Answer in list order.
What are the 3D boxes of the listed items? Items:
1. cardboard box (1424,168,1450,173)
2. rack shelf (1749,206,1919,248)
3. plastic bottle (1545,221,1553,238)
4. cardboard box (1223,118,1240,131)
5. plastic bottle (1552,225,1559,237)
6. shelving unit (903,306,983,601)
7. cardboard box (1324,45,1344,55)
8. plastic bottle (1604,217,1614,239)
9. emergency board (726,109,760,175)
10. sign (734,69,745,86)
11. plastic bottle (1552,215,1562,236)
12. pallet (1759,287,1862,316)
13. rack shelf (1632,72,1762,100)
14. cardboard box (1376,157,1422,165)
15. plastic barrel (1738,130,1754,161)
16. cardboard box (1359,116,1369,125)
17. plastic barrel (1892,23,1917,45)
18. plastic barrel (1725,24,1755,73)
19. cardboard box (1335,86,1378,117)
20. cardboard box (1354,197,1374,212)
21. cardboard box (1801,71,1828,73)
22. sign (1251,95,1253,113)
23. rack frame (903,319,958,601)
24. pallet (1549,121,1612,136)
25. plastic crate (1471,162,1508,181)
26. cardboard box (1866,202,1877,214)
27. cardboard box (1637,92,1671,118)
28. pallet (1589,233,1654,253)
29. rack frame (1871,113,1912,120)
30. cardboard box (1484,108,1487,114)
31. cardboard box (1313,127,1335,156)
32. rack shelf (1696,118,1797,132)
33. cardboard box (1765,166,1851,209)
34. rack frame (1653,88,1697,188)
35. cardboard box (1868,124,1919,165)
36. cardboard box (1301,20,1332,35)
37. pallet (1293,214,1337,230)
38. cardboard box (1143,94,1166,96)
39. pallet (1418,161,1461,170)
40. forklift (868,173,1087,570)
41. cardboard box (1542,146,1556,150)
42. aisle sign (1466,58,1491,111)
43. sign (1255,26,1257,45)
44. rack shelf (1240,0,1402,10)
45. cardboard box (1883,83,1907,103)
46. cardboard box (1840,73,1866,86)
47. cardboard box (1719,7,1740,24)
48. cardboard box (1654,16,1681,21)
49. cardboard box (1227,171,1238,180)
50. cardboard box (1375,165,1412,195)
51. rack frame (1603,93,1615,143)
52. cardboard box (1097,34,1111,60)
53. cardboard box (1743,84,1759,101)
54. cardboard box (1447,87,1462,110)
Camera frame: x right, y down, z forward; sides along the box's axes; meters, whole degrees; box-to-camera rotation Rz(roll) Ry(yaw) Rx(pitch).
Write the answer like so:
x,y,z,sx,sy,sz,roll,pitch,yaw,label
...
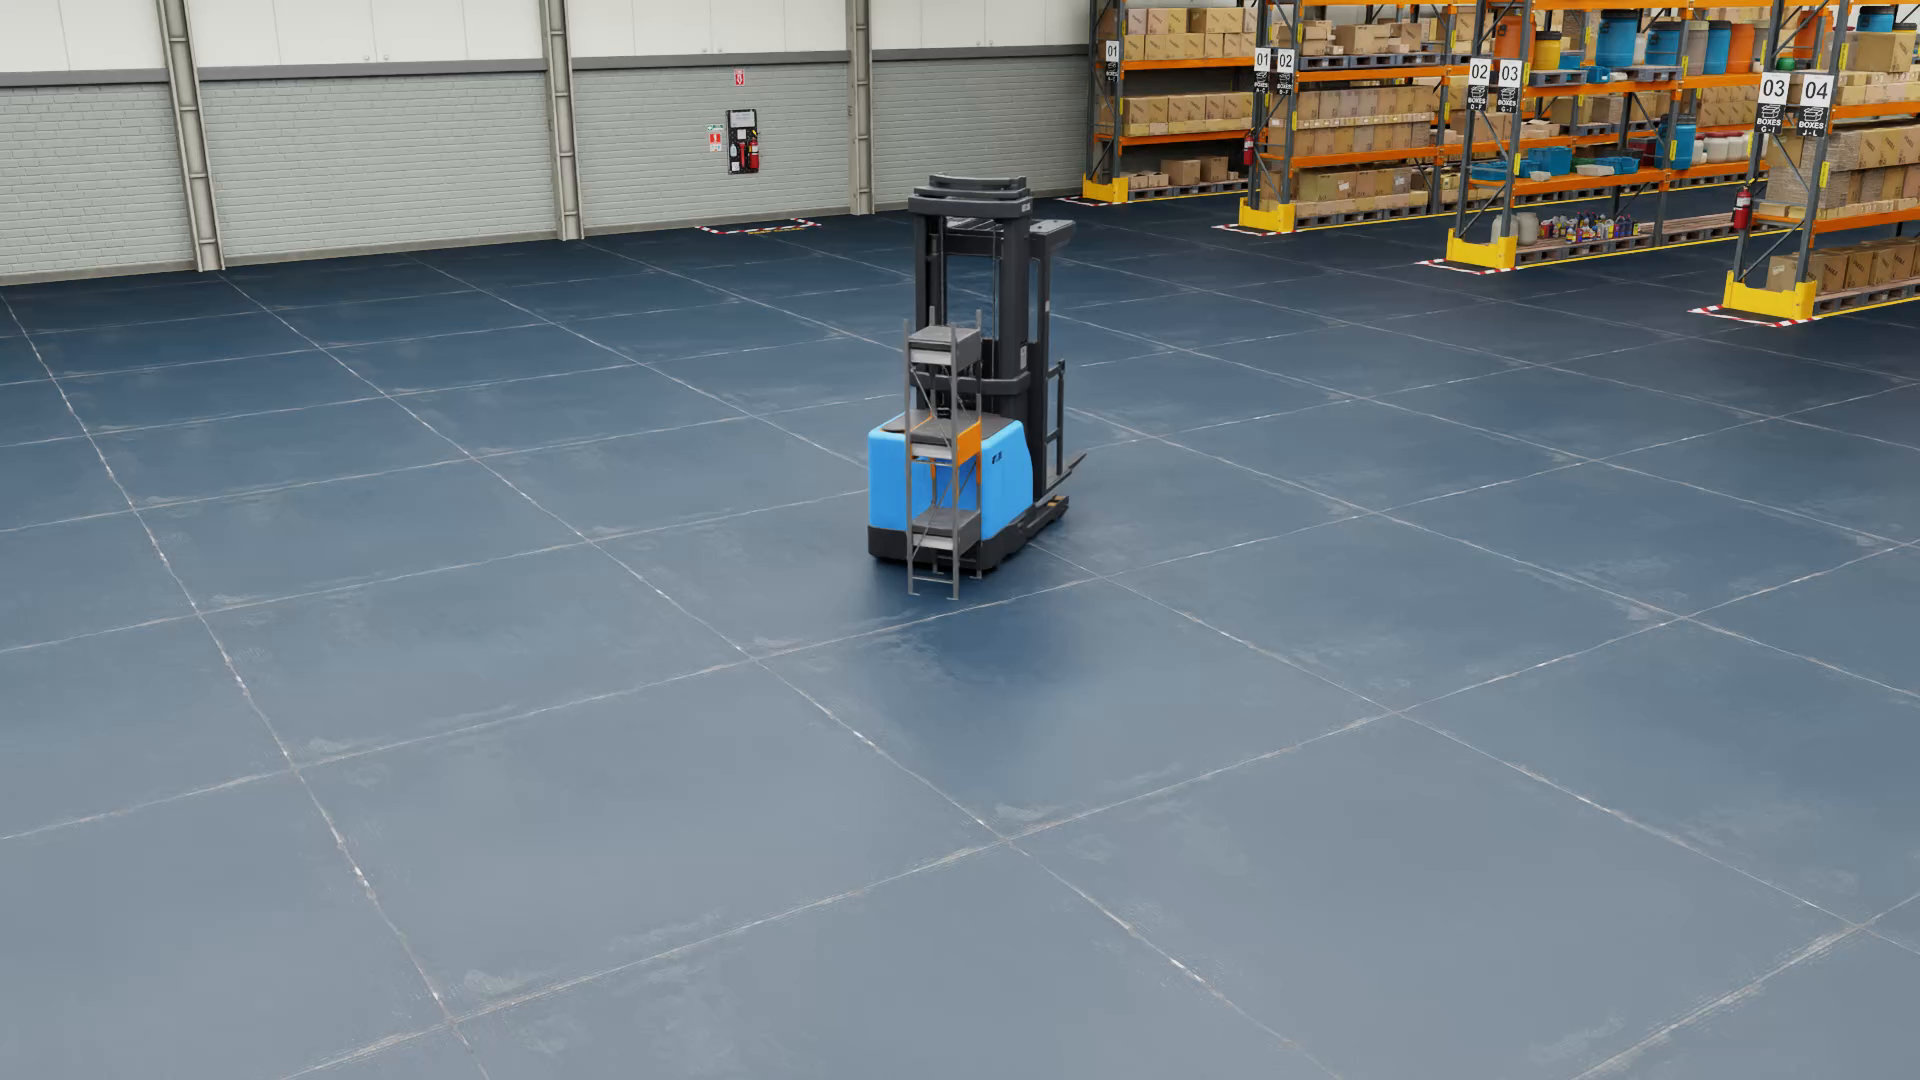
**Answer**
x,y,z,sx,sy,sz,roll,pitch,yaw,label
9.654,-7.335,33.520,0.500,0.311,0.500,-11,22,-30,cardboard box
12.818,-4.588,23.756,4.000,0.370,1.077,-12,22,-31,rack shelf
10.000,-5.273,28.212,0.133,0.283,0.061,-12,22,-31,plastic bottle
5.666,-8.944,35.721,0.500,0.250,0.500,-12,22,-31,cardboard box
10.141,-5.257,28.292,0.097,0.201,0.097,0,19,0,plastic bottle
-0.119,-0.634,12.328,0.431,2.100,0.503,7,21,21,shelving unit
6.782,-8.954,30.382,0.250,0.149,0.380,-12,22,-31,cardboard box
10.954,-5.278,28.124,0.185,0.351,0.144,-12,22,-32,plastic bottle
-4.013,-7.424,31.022,0.643,1.169,0.194,-12,22,-31,emergency board
-4.074,-8.548,30.725,0.199,0.298,0.001,-12,22,-31,sign
10.193,-5.388,28.447,0.185,0.351,0.144,-11,22,-29,plastic bottle
11.909,-3.403,23.481,1.213,0.211,1.003,-12,22,-31,pallet
13.434,-8.039,29.279,4.000,0.370,1.077,-12,22,-31,rack shelf
10.342,-9.236,39.081,0.750,0.750,0.750,-12,22,-32,cardboard box
14.011,-7.051,29.744,0.421,0.512,0.421,0,19,0,plastic barrel
7.432,-7.864,31.153,0.250,0.149,0.380,-12,22,-31,cardboard box
17.795,-9.509,31.556,0.600,0.588,0.600,0,19,0,plastic barrel
13.753,-8.733,29.540,0.708,0.830,0.600,-12,22,-31,plastic barrel
7.418,-8.249,31.278,0.500,0.500,0.700,-12,22,-31,cardboard box
7.526,-6.422,31.695,0.500,0.250,0.500,-12,22,-31,cardboard box
11.489,-6.262,22.513,0.250,0.149,0.380,-13,22,-33,cardboard box
5.415,-8.035,30.652,0.005,0.325,0.100,-12,22,-31,sign
-0.209,-0.557,12.114,0.400,2.100,0.015,7,21,21,rack frame
12.911,-8.684,35.046,1.003,0.211,1.213,-12,22,-31,pallet
8.677,-5.999,27.039,0.616,0.251,0.499,-12,22,-31,plastic crate
12.557,-4.666,23.256,0.250,0.149,0.380,-12,22,-31,cardboard box
15.205,-9.564,36.538,0.700,0.500,0.500,14,23,35,cardboard box
11.180,-5.178,28.732,1.213,0.211,1.003,-12,22,-31,pallet
18.445,-8.015,32.770,0.127,3.000,1.000,-12,22,-31,rack frame
12.431,-10.336,39.996,0.250,0.149,0.380,-11,22,-30,cardboard box
6.535,-7.447,30.933,0.500,0.500,0.700,-11,22,-30,cardboard box
17.394,-9.352,37.848,4.000,0.370,1.077,-12,22,-31,rack shelf
11.622,-4.855,22.800,0.500,0.500,0.875,-12,22,-31,cardboard box
15.724,-9.341,36.691,0.127,3.000,1.000,-12,22,-31,rack frame
13.009,-5.527,23.228,0.500,0.500,0.500,-12,22,-31,cardboard box
7.846,-11.216,36.741,0.500,0.500,0.500,-13,23,-33,cardboard box
6.318,-6.052,31.317,1.213,0.211,1.003,-12,22,-31,pallet
4.106,-9.163,35.198,0.500,0.500,0.500,-13,22,-33,cardboard box
11.374,-8.972,39.954,1.213,0.211,1.003,-12,22,-31,pallet
0.296,-1.591,13.874,1.130,2.935,3.031,7,20,21,forklift
14.529,-9.962,41.775,0.500,0.500,0.700,-11,22,-30,cardboard box
8.200,-7.200,26.299,0.004,0.787,0.394,-12,22,-31,aisle sign
5.415,-9.178,30.266,0.005,0.325,0.100,-12,22,-31,sign
7.986,-11.920,36.701,4.000,0.370,1.077,-12,22,-31,rack shelf
12.535,-6.121,22.718,0.500,0.250,0.500,-12,22,-32,cardboard box
11.774,-6.122,22.098,0.250,0.149,0.380,-11,22,-30,cardboard box
16.605,-11.429,36.466,0.500,0.500,0.700,-12,22,-31,cardboard box
15.263,-10.987,35.907,0.600,0.600,0.600,-14,23,-36,cardboard box
5.885,-8.020,36.521,0.250,0.166,0.380,-16,24,-38,cardboard box
8.352,-6.958,32.110,0.500,0.500,0.500,-12,22,-31,cardboard box
16.337,-11.370,42.692,0.127,3.000,1.000,-12,22,-31,rack frame
3.184,-10.171,34.274,0.500,0.500,0.500,-10,21,-28,cardboard box
17.563,-10.142,37.344,0.500,0.500,0.500,-11,22,-30,cardboard box
11.490,-10.446,39.309,0.500,0.500,0.500,-11,22,-30,cardboard box
